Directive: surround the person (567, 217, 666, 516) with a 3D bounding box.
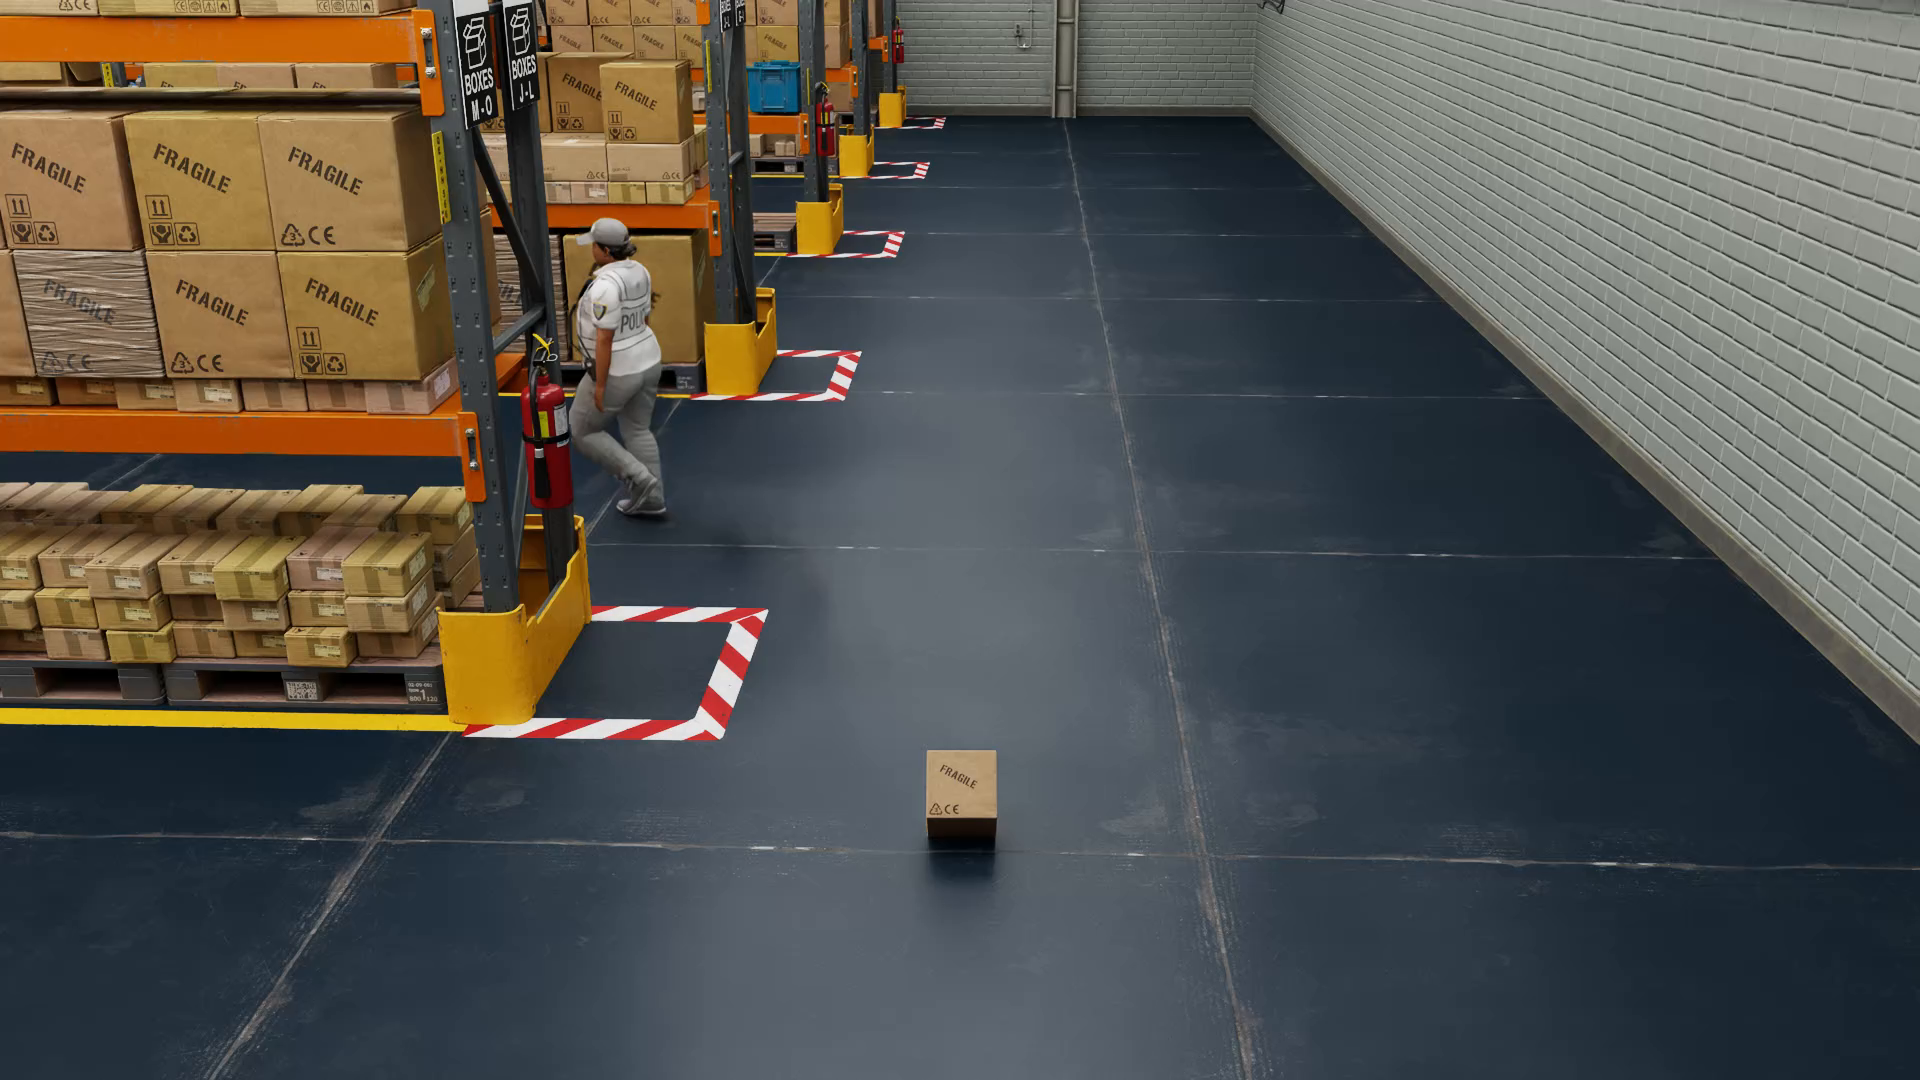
[{"bbox_3d":[-1.834,-0.895,8.854,0.466,1.652,0.519,8,22,19],"label":"person"}]
